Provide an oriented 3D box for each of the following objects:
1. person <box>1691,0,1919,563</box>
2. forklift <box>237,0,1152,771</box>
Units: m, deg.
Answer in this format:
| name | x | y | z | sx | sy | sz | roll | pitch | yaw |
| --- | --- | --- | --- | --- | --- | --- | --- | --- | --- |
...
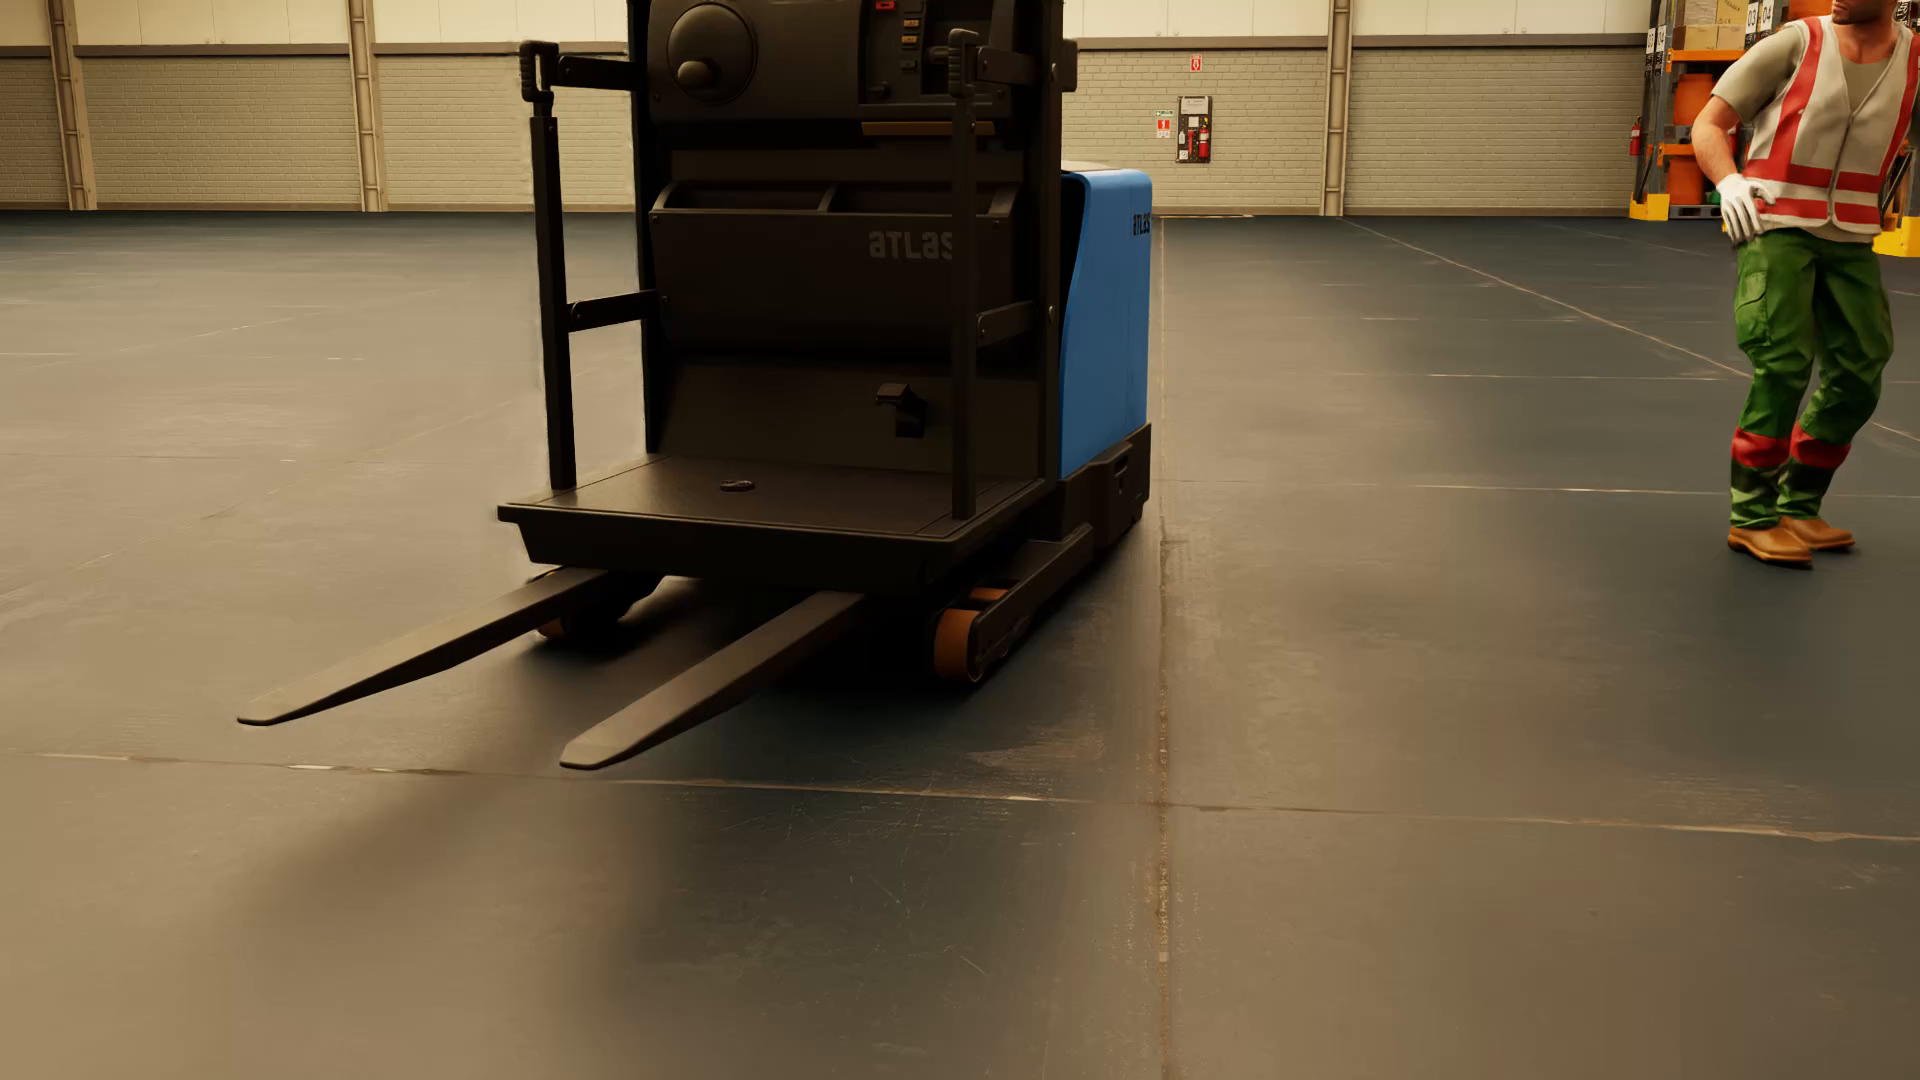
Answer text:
| name | x | y | z | sx | sy | sz | roll | pitch | yaw |
| --- | --- | --- | --- | --- | --- | --- | --- | --- | --- |
| person | 2.449 | -0.819 | 4.645 | 0.740 | 1.741 | 0.512 | 0 | 13 | -2 |
| forklift | -0.373 | -1.218 | 3.720 | 1.130 | 2.935 | 3.031 | 5 | 14 | 19 |
